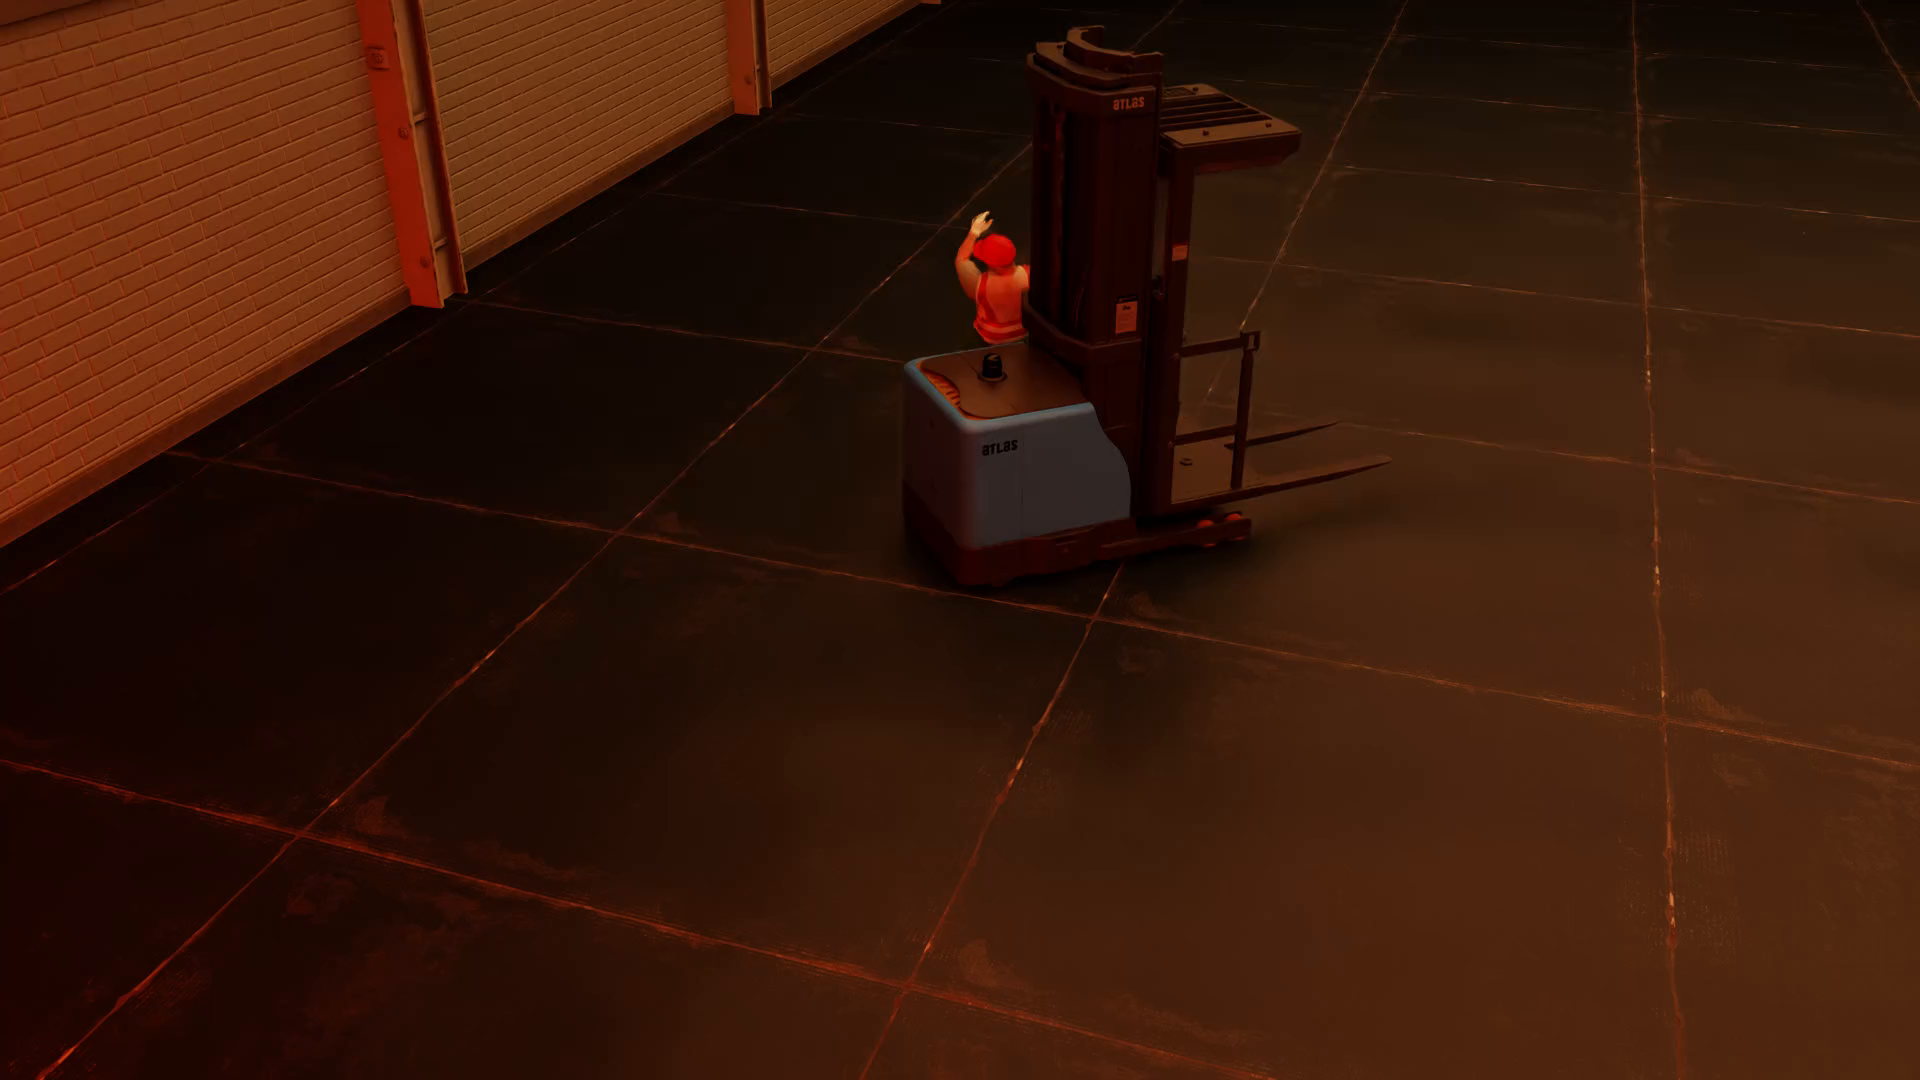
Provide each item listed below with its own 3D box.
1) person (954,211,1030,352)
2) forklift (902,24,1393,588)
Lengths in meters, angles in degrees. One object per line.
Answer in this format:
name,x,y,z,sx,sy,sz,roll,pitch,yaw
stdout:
person,0.408,-1.391,10.944,1.044,1.535,0.775,-13,32,-22
forklift,1.216,-1.457,9.692,3.031,2.935,1.130,-11,32,-19
